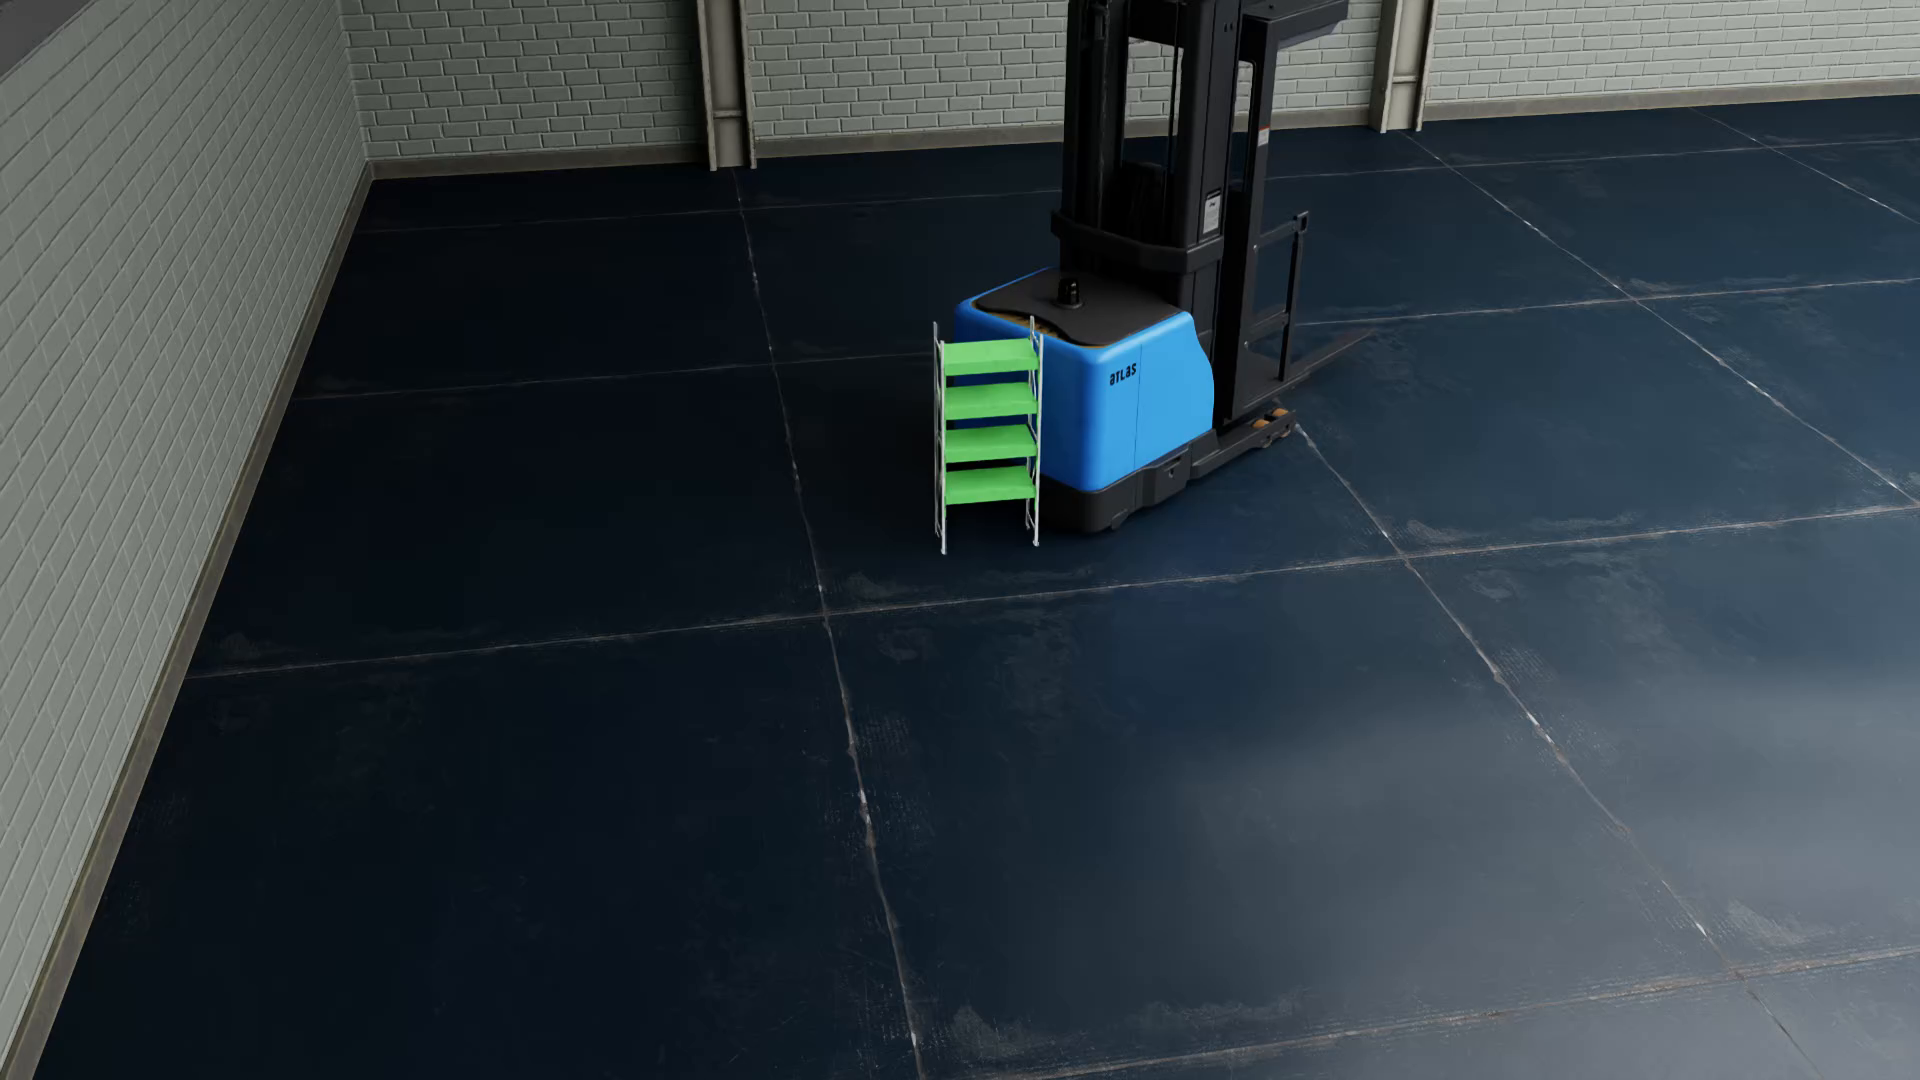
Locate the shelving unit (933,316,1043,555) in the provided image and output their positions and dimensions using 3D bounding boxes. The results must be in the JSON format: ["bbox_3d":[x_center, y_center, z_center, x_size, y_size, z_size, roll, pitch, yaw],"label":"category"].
[{"bbox_3d":[0.136,-0.520,8.450,0.503,1.200,0.258,-5,31,-8],"label":"shelving unit"}]

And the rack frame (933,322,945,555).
[{"bbox_3d":[-0.104,-0.499,8.414,0.015,1.200,0.240,-5,31,-8],"label":"rack frame"}]

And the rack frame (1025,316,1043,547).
[{"bbox_3d":[0.377,-0.541,8.486,0.015,1.200,0.240,-5,31,-8],"label":"rack frame"}]

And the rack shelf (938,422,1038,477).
[{"bbox_3d":[0.136,-0.465,8.482,0.480,0.148,0.258,-5,31,-8],"label":"rack shelf"}]

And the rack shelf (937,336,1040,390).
[{"bbox_3d":[0.136,-0.878,8.239,0.480,0.148,0.258,-5,31,-8],"label":"rack shelf"}]

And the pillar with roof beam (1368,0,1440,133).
[{"bbox_3d":[4.729,-5.495,9.218,0.400,9.000,9.100,-5,31,-9],"label":"pillar with roof beam"}]

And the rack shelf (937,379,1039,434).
[{"bbox_3d":[0.136,-0.671,8.361,0.480,0.148,0.258,-5,31,-8],"label":"rack shelf"}]

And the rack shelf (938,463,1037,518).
[{"bbox_3d":[0.136,-0.258,8.604,0.480,0.148,0.258,-5,31,-8],"label":"rack shelf"}]

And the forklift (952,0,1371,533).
[{"bbox_3d":[1.331,-1.955,9.183,1.130,2.935,3.031,26,39,36],"label":"forklift"}]

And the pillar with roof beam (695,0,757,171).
[{"bbox_3d":[-1.173,-4.948,8.286,0.400,9.000,9.100,-5,31,-9],"label":"pillar with roof beam"}]
